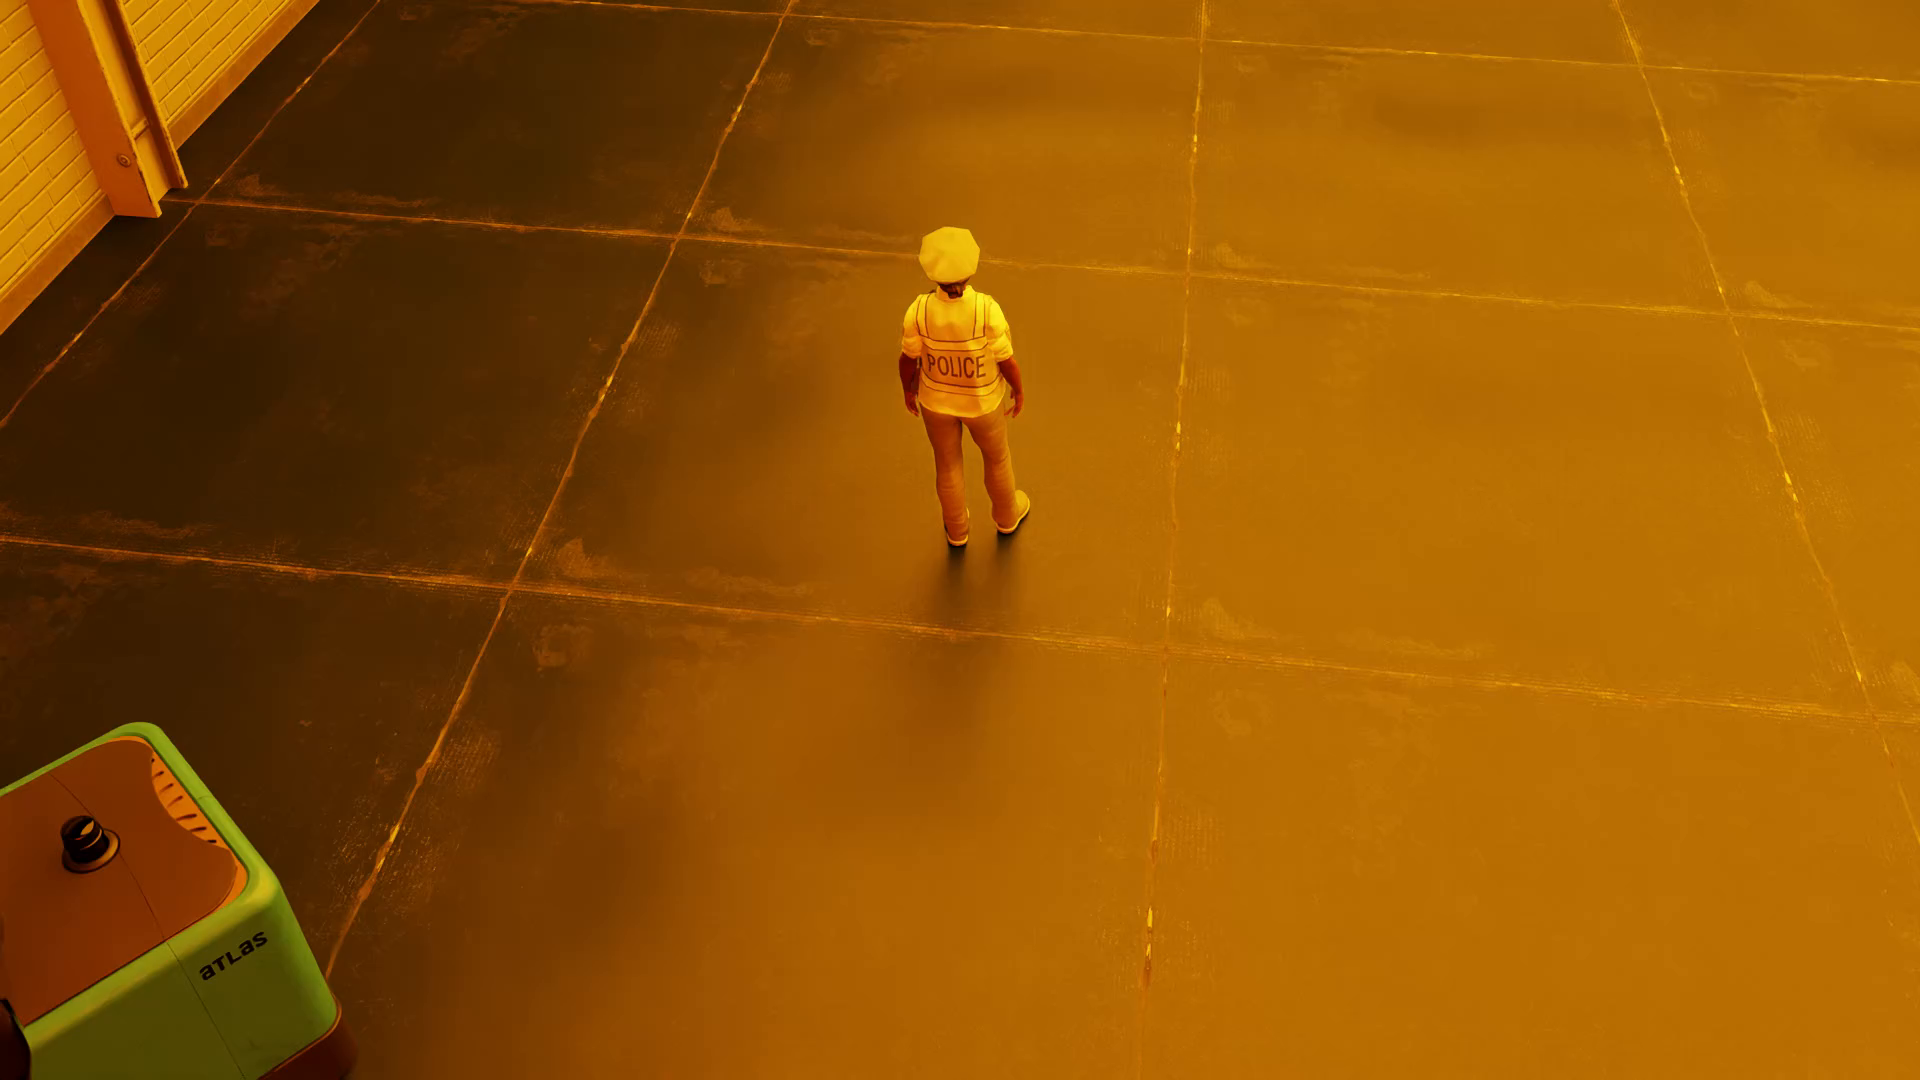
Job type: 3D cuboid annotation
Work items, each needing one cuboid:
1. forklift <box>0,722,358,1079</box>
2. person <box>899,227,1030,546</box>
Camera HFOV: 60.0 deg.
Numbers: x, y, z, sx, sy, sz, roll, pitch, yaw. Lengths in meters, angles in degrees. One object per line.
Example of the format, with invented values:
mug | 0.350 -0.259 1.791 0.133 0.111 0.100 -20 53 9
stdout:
forklift | -3.525 1.227 4.388 3.031 2.935 1.130 -33 52 -30
person | 0.029 -0.677 7.366 0.570 1.694 0.528 5 43 6
